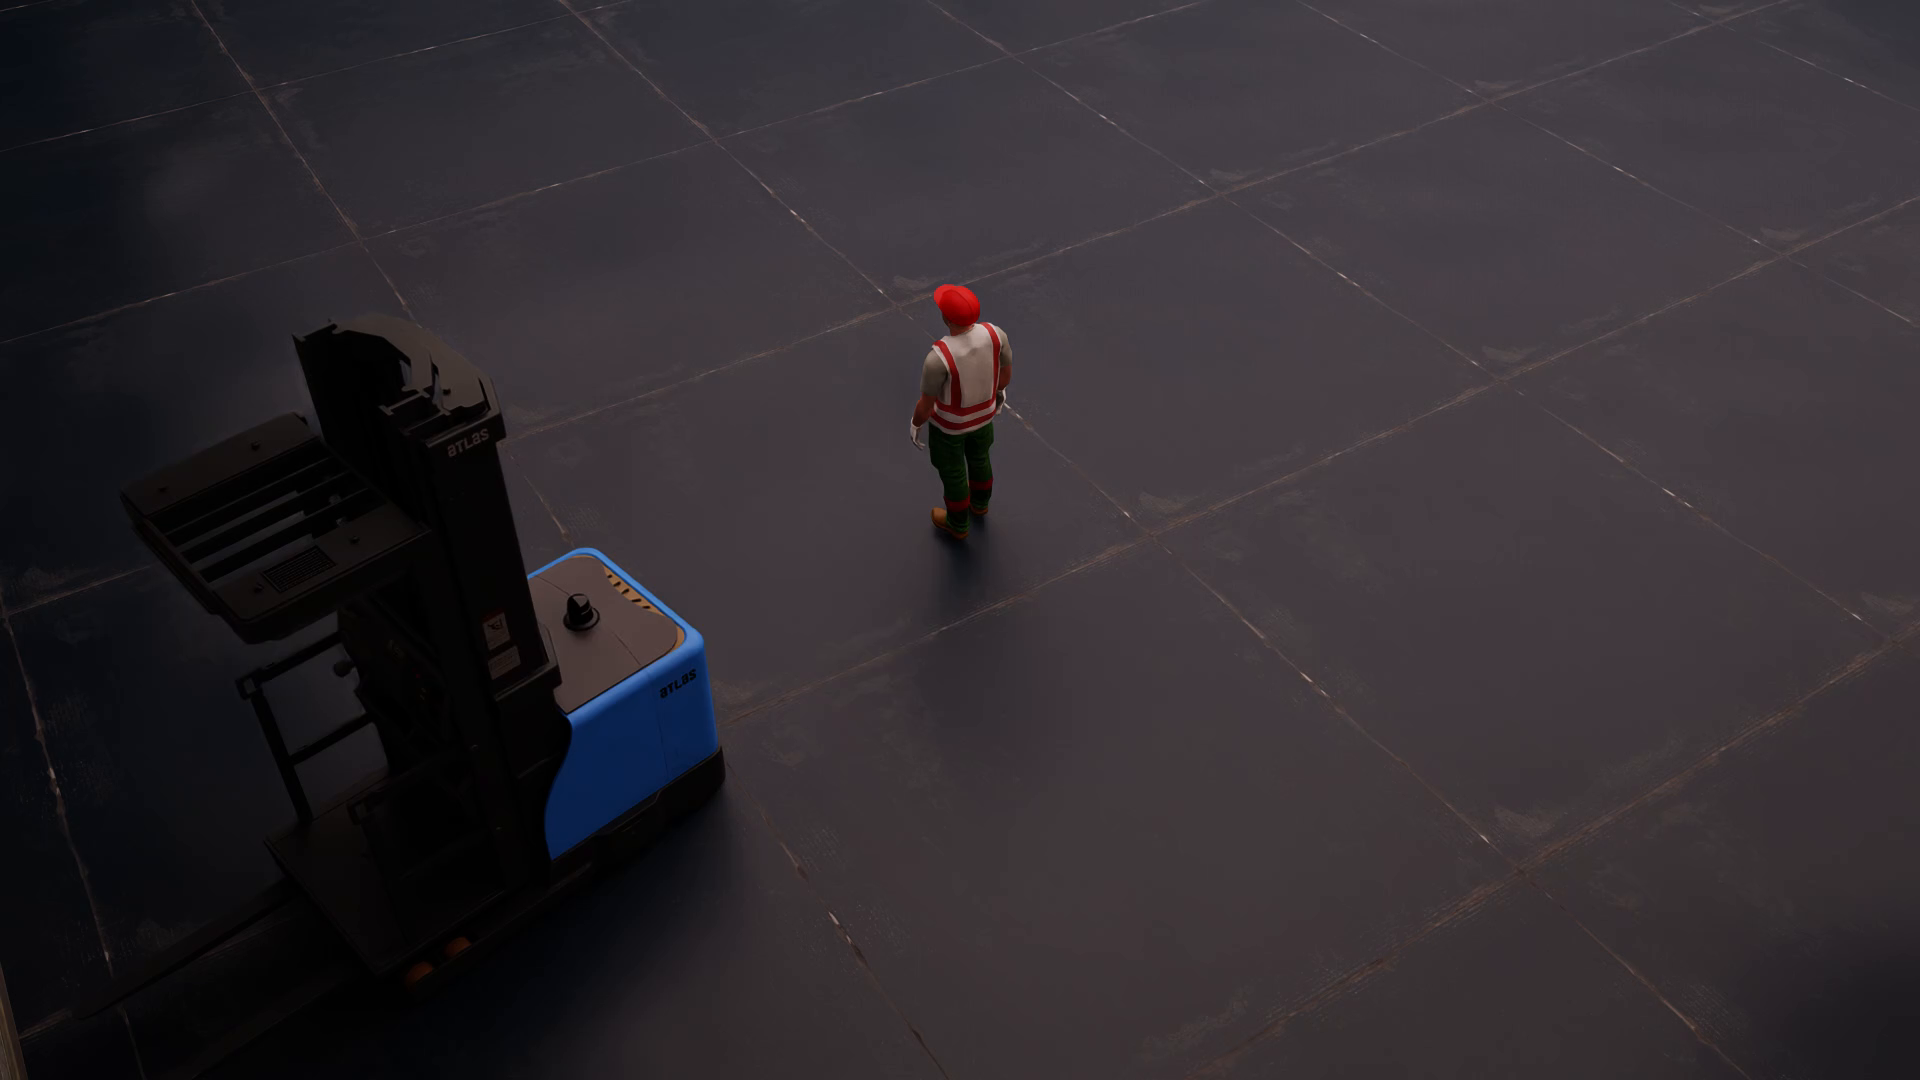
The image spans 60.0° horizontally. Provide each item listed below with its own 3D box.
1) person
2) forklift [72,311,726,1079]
[{"bbox_3d":[-0.034,-0.758,9.534,0.638,1.789,0.561,-23,46,-24],"label":"person"},{"bbox_3d":[-2.618,0.619,7.163,3.031,2.935,1.130,-33,51,-32],"label":"forklift"}]
